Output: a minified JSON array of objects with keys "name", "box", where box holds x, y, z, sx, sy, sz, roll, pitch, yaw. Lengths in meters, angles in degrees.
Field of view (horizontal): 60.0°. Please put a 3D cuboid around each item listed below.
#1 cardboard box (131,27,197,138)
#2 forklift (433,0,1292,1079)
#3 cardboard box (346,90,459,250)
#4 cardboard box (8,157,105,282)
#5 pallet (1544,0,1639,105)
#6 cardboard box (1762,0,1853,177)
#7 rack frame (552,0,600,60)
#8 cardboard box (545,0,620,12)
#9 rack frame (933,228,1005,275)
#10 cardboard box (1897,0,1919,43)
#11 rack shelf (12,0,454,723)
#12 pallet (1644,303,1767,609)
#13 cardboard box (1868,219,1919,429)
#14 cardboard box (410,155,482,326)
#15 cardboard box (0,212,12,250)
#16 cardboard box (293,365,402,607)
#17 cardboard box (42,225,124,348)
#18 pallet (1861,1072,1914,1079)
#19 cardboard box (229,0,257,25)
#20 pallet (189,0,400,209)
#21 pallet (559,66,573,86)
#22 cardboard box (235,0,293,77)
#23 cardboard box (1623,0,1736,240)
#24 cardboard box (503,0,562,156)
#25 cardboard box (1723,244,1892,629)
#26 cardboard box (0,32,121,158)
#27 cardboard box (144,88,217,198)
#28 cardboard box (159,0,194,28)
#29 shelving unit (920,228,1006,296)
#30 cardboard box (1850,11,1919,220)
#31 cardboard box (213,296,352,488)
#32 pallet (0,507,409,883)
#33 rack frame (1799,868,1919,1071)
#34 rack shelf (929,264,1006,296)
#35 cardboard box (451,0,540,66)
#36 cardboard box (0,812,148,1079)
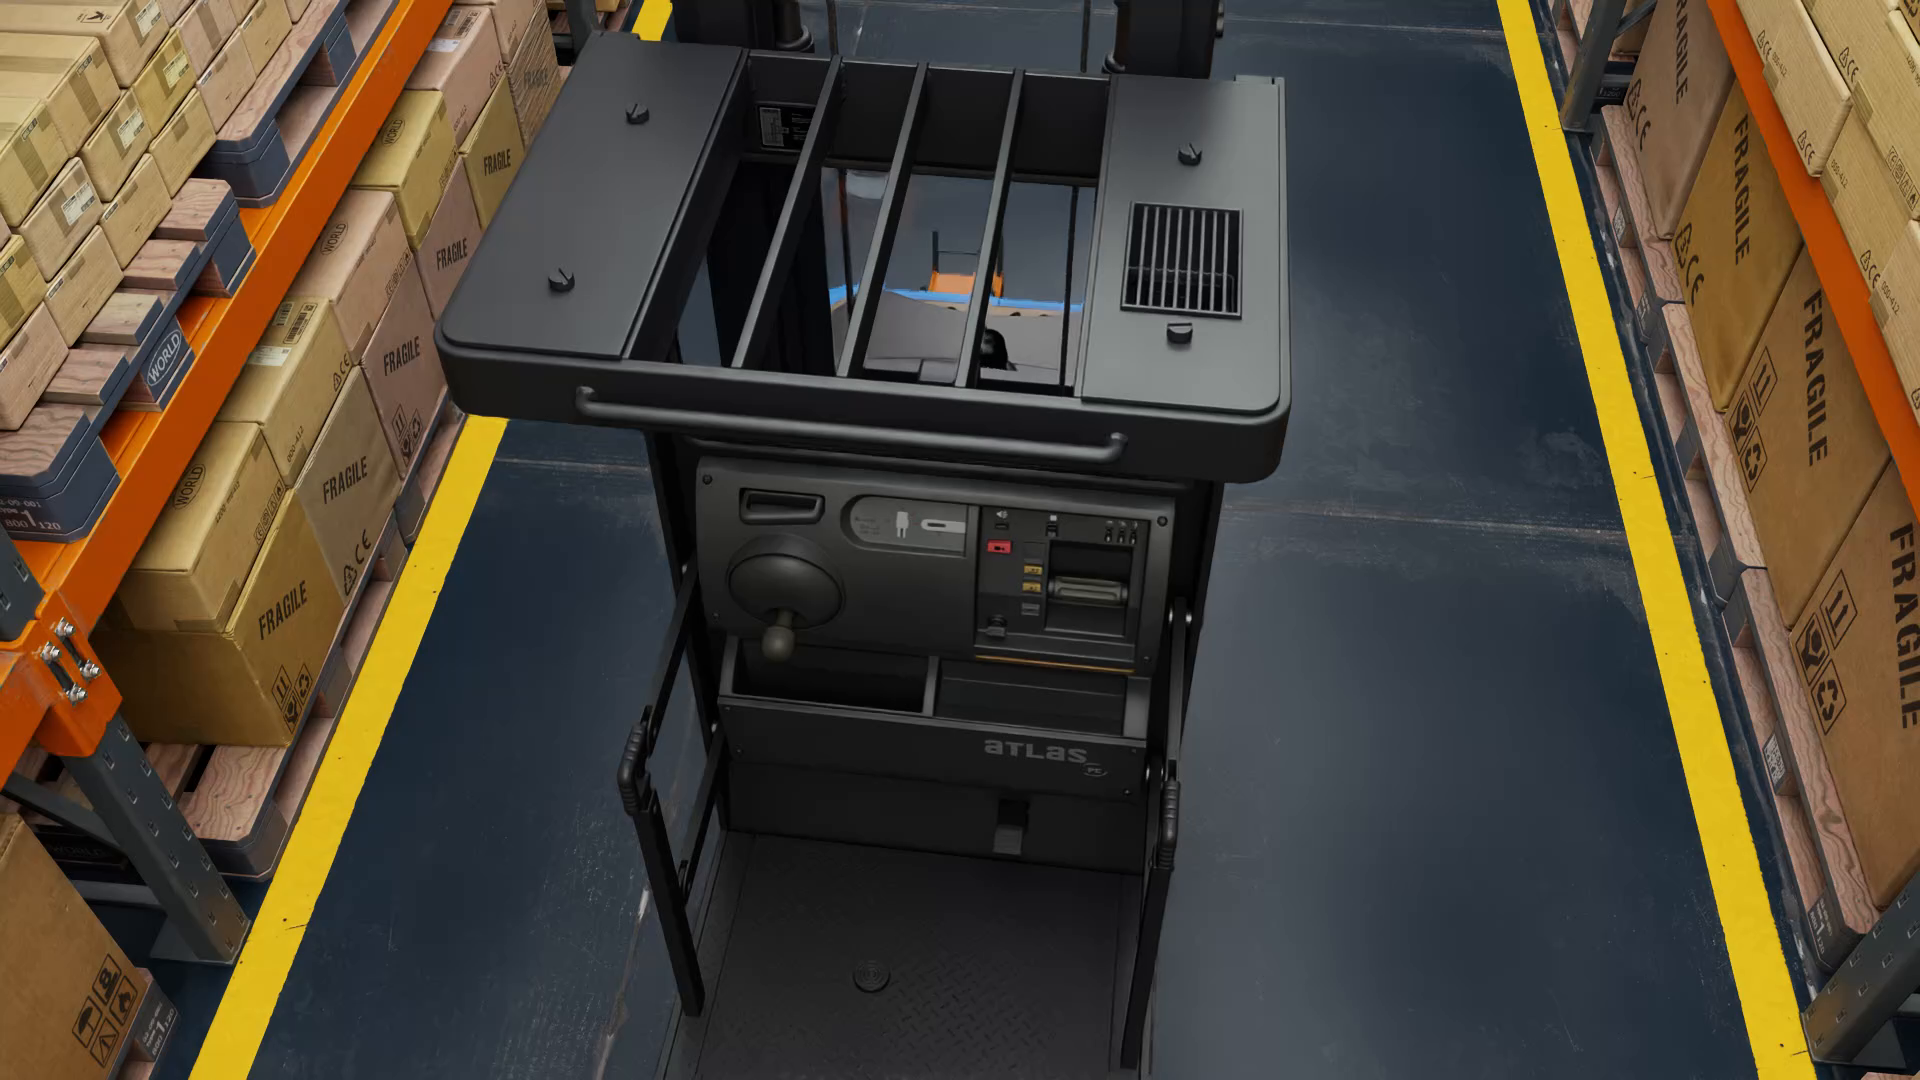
[{"name":"cardboard box","box":[-2.038,-1.081,3.890,0.380,0.149,0.250,4,48,4]},{"name":"forklift","box":[-0.081,0.167,3.111,1.130,2.935,3.031,5,48,5]},{"name":"cardboard box","box":[-1.894,-1.161,5.180,0.500,0.250,0.500,2,48,2]},{"name":"cardboard box","box":[-2.081,-0.699,3.541,0.380,0.149,0.250,6,48,5]},{"name":"pallet","box":[3.102,-2.294,7.205,1.003,0.211,1.213,4,48,4]},{"name":"cardboard box","box":[2.489,-1.202,4.419,0.500,0.250,0.500,3,48,3]},{"name":"rack frame","box":[-1.983,-2.940,5.906,1.000,3.000,0.127,4,48,4]},{"name":"cardboard box","box":[-1.630,-2.365,7.028,0.380,0.149,0.250,2,48,2]},{"name":"rack frame","box":[0.024,-0.502,4.998,0.200,1.050,0.008,5,48,5]},{"name":"cardboard box","box":[2.468,-1.253,3.618,0.500,0.500,0.500,4,48,4]},{"name":"rack shelf","box":[-2.166,-1.227,4.827,1.077,0.370,4.000,4,48,4]},{"name":"pallet","box":[2.851,-0.269,5.353,1.003,0.211,1.213,4,48,4]},{"name":"cardboard box","box":[2.409,-0.457,3.737,0.500,0.250,0.500,5,48,4]},{"name":"cardboard box","box":[-1.898,-0.924,5.471,0.500,0.500,0.500,3,48,3]},{"name":"cardboard box","box":[-2.113,-0.588,3.238,0.380,0.149,0.250,4,48,4]},{"name":"cardboard box","box":[-1.987,-0.171,4.783,0.500,0.500,0.500,4,48,4]},{"name":"cardboard box","box":[-2.082,-0.570,3.624,0.380,0.149,0.250,6,48,5]},{"name":"pallet","box":[2.518,1.773,3.485,1.003,0.211,1.213,4,48,4]},{"name":"cardboard box","box":[-1.988,-1.446,4.224,0.380,0.149,0.250,3,48,3]},{"name":"pallet","box":[-2.208,-1.393,4.621,1.003,0.211,1.213,4,48,4]},{"name":"pallet","box":[-2.053,-1.427,6.412,1.003,0.211,1.213,4,48,4]},{"name":"cardboard box","box":[-1.987,-1.347,4.335,0.380,0.149,0.250,4,48,4]},{"name":"cardboard box","box":[2.978,-1.645,5.877,0.875,0.875,0.875,5,48,5]},{"name":"cardboard box","box":[-1.800,-1.677,6.161,0.500,0.500,0.500,3,48,3]},{"name":"cardboard box","box":[2.822,-0.324,4.669,0.875,0.875,0.875,4,48,4]},{"name":"cardboard box","box":[-2.064,-0.962,3.580,0.380,0.149,0.250,4,48,3]},{"name":"cardboard box","box":[-2.034,-0.967,3.987,0.380,0.149,0.250,6,48,5]},{"name":"cardboard box","box":[-2.017,-1.356,3.940,0.380,0.149,0.250,6,48,5]},{"name":"shelving unit","box":[0.008,-0.413,4.916,0.215,1.050,0.252,5,48,5]},{"name":"cardboard box","box":[2.451,-0.988,3.883,0.500,0.250,0.500,3,48,3]},{"name":"cardboard box","box":[-1.998,-0.415,4.498,0.500,0.250,0.500,3,48,3]},{"name":"pallet","box":[-2.275,0.366,4.772,1.003,0.211,1.213,4,48,4]},{"name":"rack frame","box":[2.591,0.258,2.981,1.000,3.000,0.127,4,48,4]},{"name":"rack shelf","box":[0.008,-0.597,4.715,0.215,0.259,0.240,5,48,5]},{"name":"cardboard box","box":[-1.800,-1.927,5.881,0.500,0.250,0.500,3,48,2]},{"name":"cardboard box","box":[-2.493,1.058,3.489,1.050,0.750,0.750,3,48,3]}]
